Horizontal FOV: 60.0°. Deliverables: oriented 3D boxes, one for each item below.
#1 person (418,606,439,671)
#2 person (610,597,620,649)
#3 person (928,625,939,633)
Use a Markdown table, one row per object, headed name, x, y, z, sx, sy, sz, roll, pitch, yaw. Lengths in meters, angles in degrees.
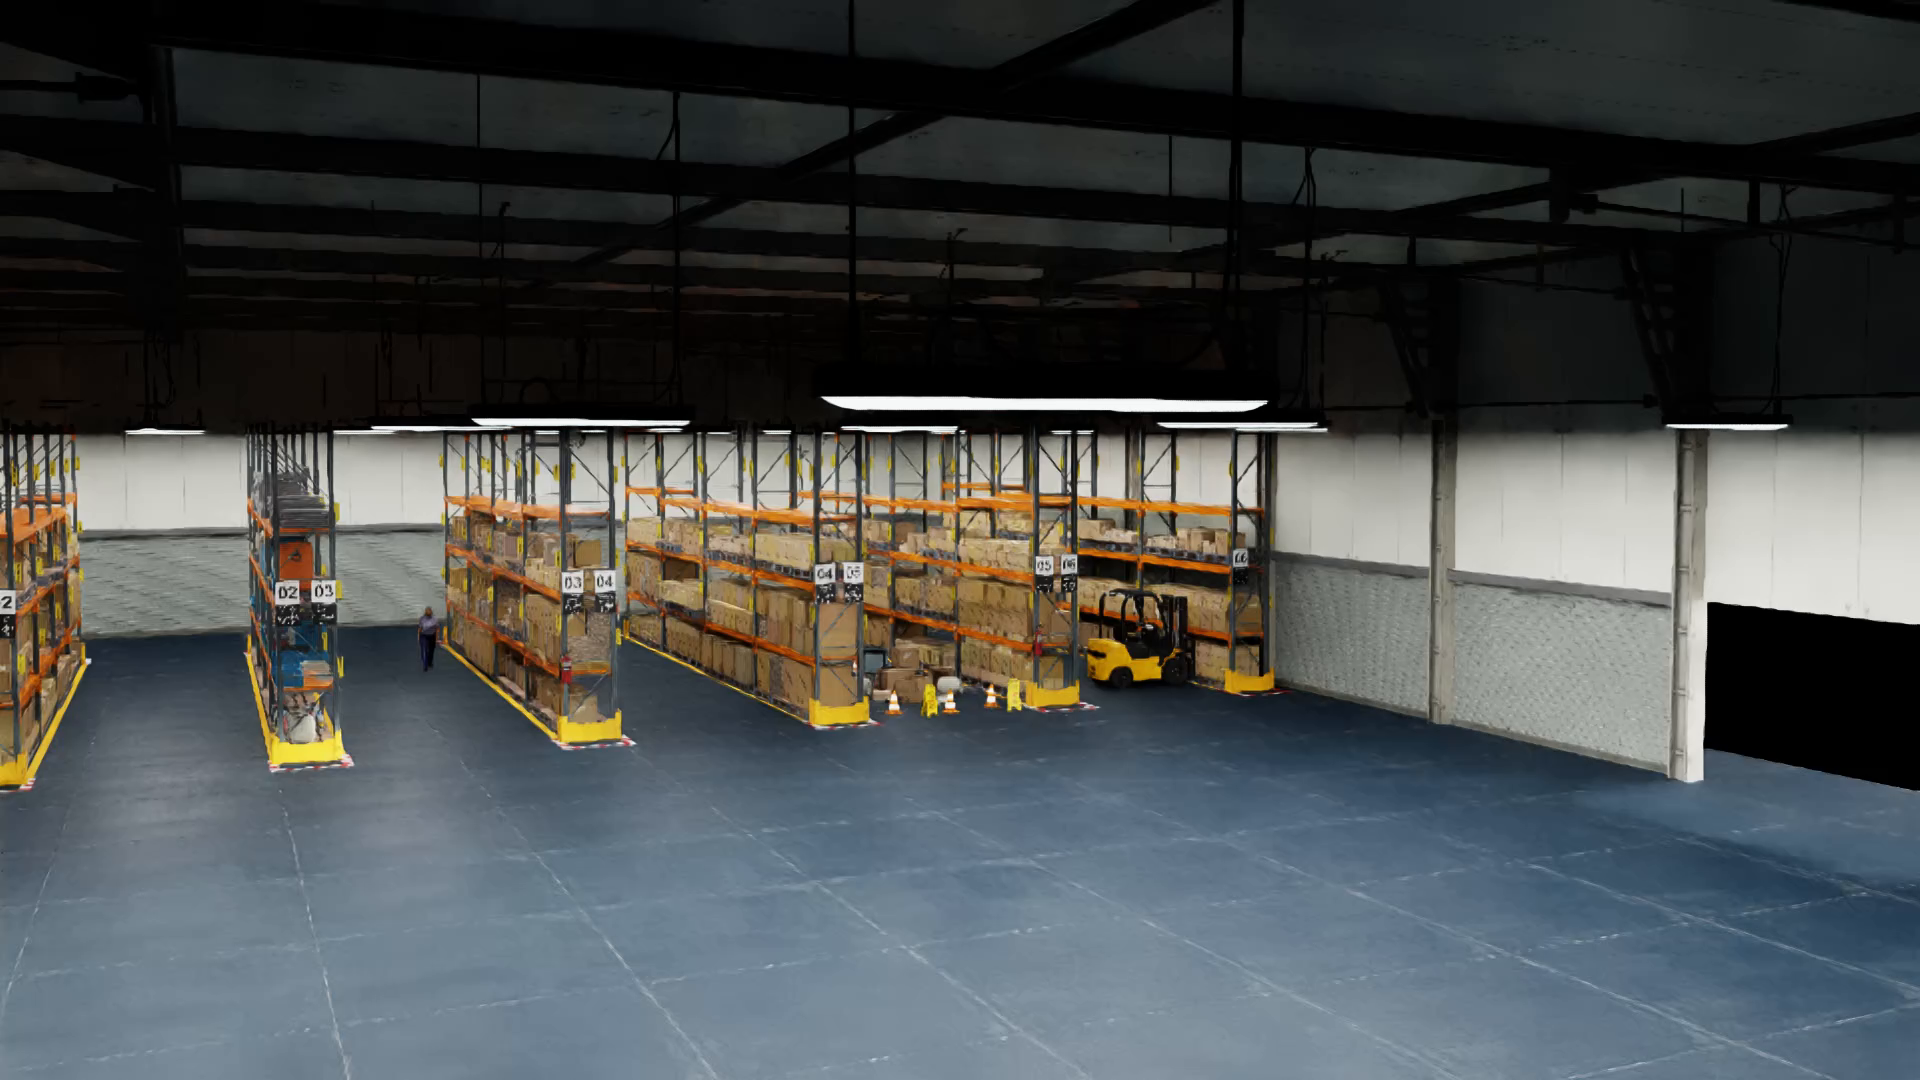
| name | x | y | z | sx | sy | sz | roll | pitch | yaw |
| --- | --- | --- | --- | --- | --- | --- | --- | --- | --- |
| person | -12.984 | 2.379 | 40.681 | 0.479 | 1.563 | 1.063 | -2 | 4 | -26 |
| person | -9.456 | 2.074 | 44.598 | 0.677 | 1.742 | 0.552 | -2 | 4 | -26 |
| person | -0.889 | 1.849 | 48.464 | 0.529 | 1.666 | 0.565 | 0 | 4 | -6 |
